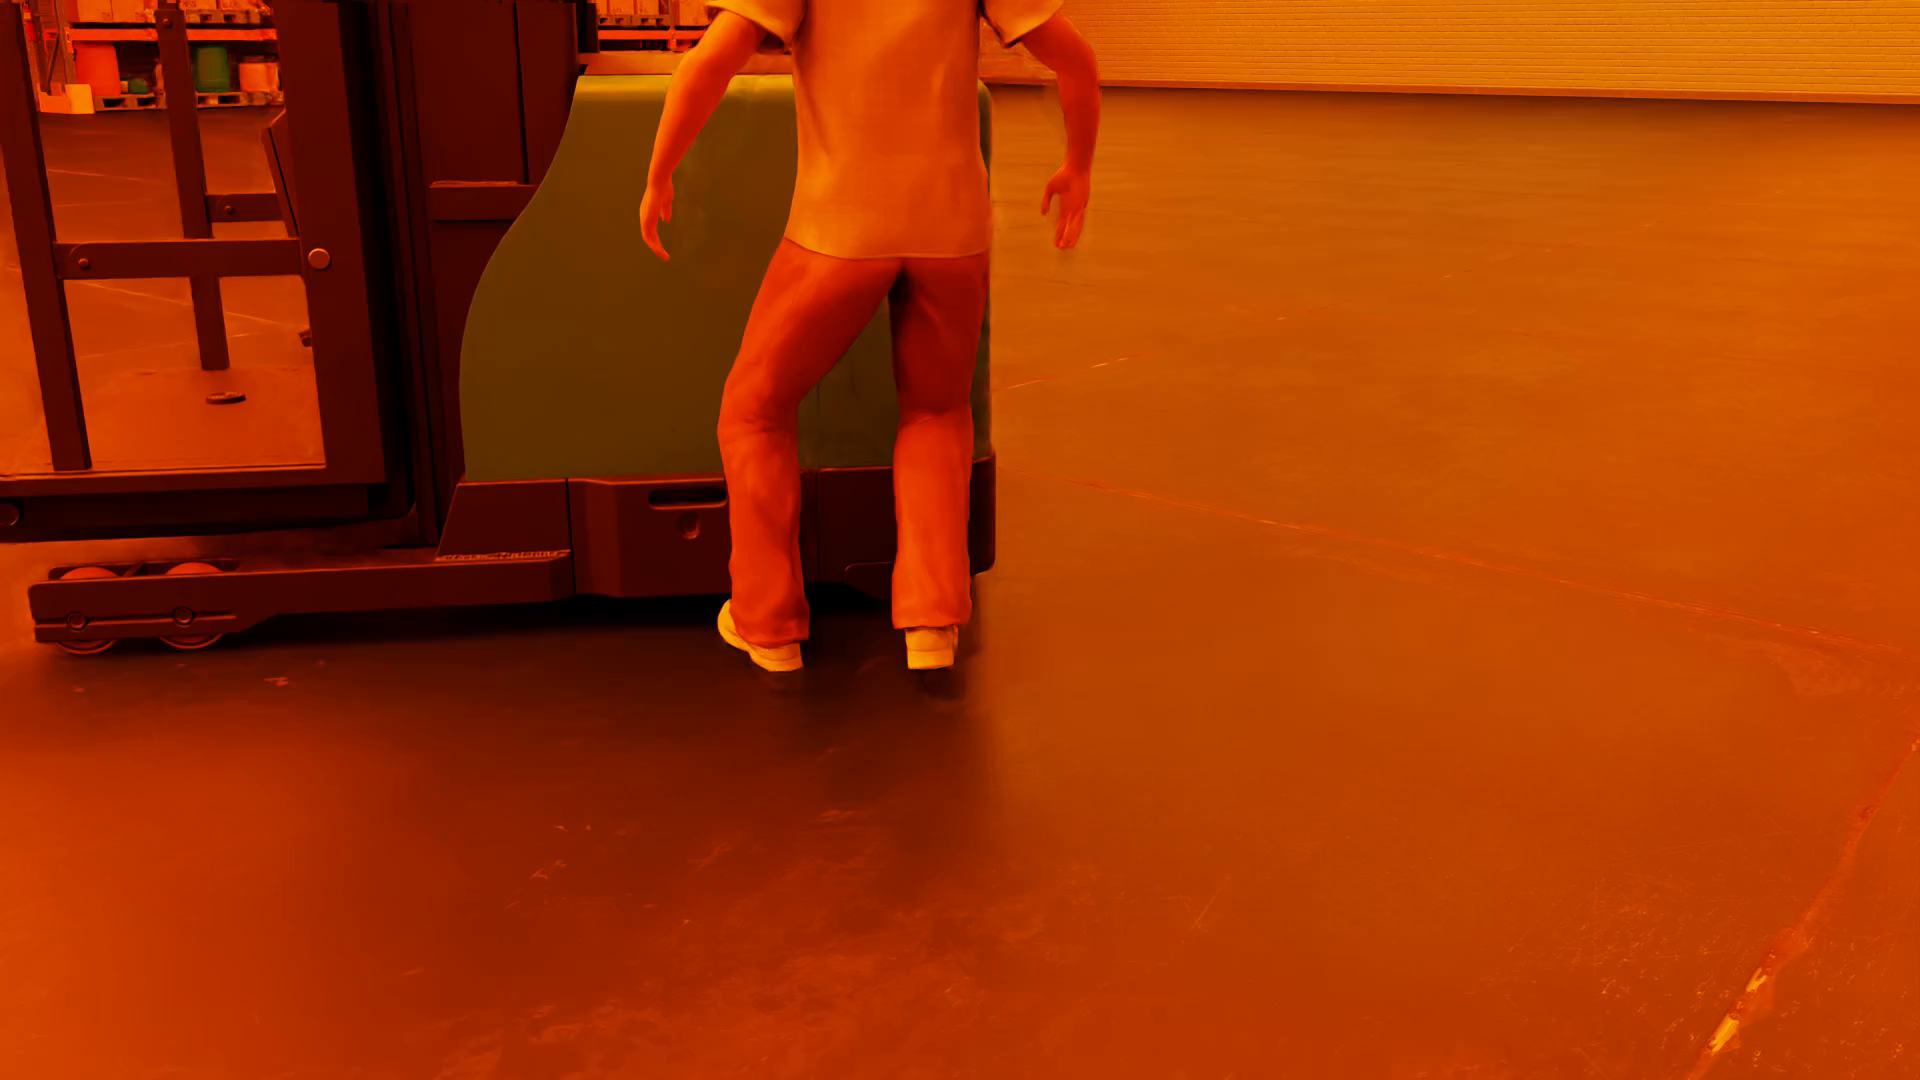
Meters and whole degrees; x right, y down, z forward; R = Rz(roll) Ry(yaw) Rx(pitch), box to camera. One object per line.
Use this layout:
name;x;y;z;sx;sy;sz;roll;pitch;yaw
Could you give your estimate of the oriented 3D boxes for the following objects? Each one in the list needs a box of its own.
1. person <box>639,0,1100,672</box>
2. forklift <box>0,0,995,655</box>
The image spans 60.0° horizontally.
person;-0.166;-0.536;2.965;0.800;1.623;0.533;-4;17;-13
forklift;-1.488;-1.345;3.327;3.031;2.935;1.130;-3;17;-8
